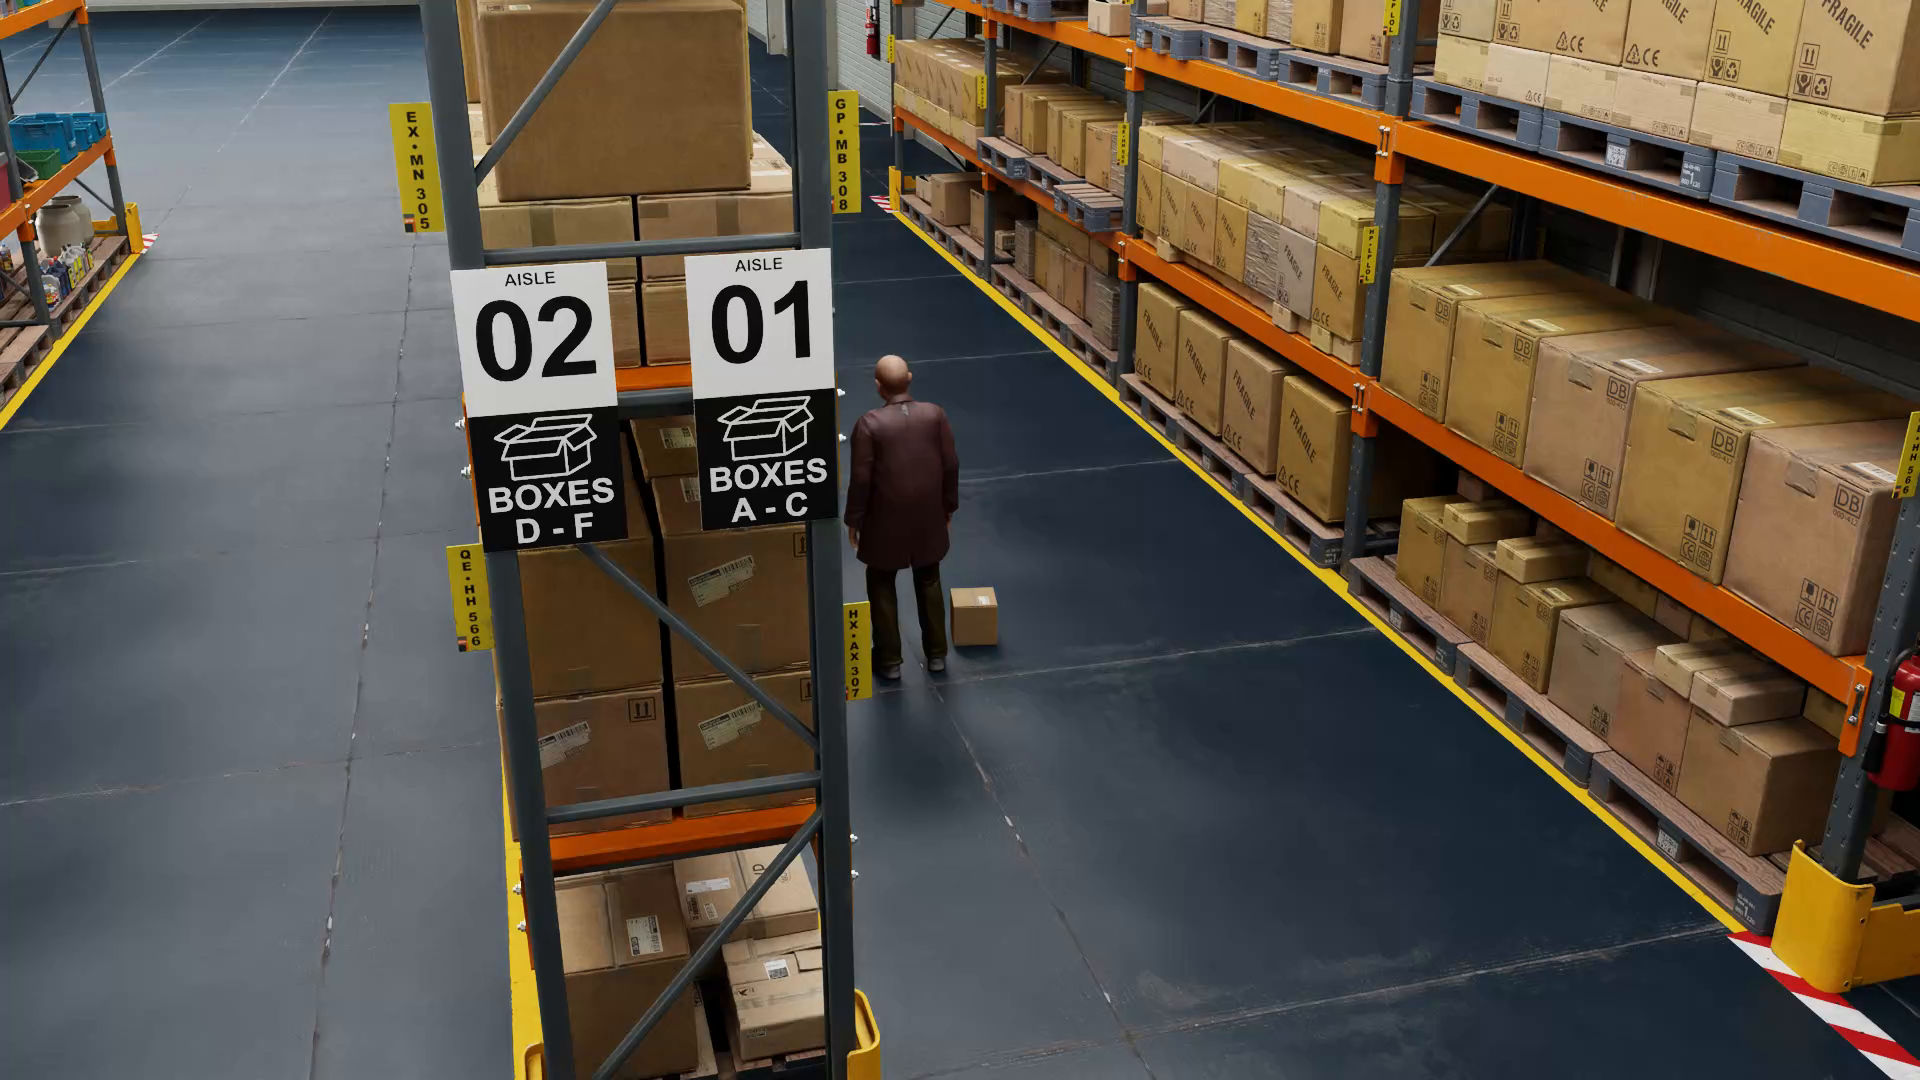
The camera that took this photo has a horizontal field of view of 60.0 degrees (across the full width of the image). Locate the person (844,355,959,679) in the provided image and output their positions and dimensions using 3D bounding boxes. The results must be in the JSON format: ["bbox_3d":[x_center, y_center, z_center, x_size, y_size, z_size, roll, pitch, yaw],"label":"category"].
[{"bbox_3d":[-0.313,-0.037,8.940,0.647,1.592,0.431,-9,24,-20],"label":"person"}]
